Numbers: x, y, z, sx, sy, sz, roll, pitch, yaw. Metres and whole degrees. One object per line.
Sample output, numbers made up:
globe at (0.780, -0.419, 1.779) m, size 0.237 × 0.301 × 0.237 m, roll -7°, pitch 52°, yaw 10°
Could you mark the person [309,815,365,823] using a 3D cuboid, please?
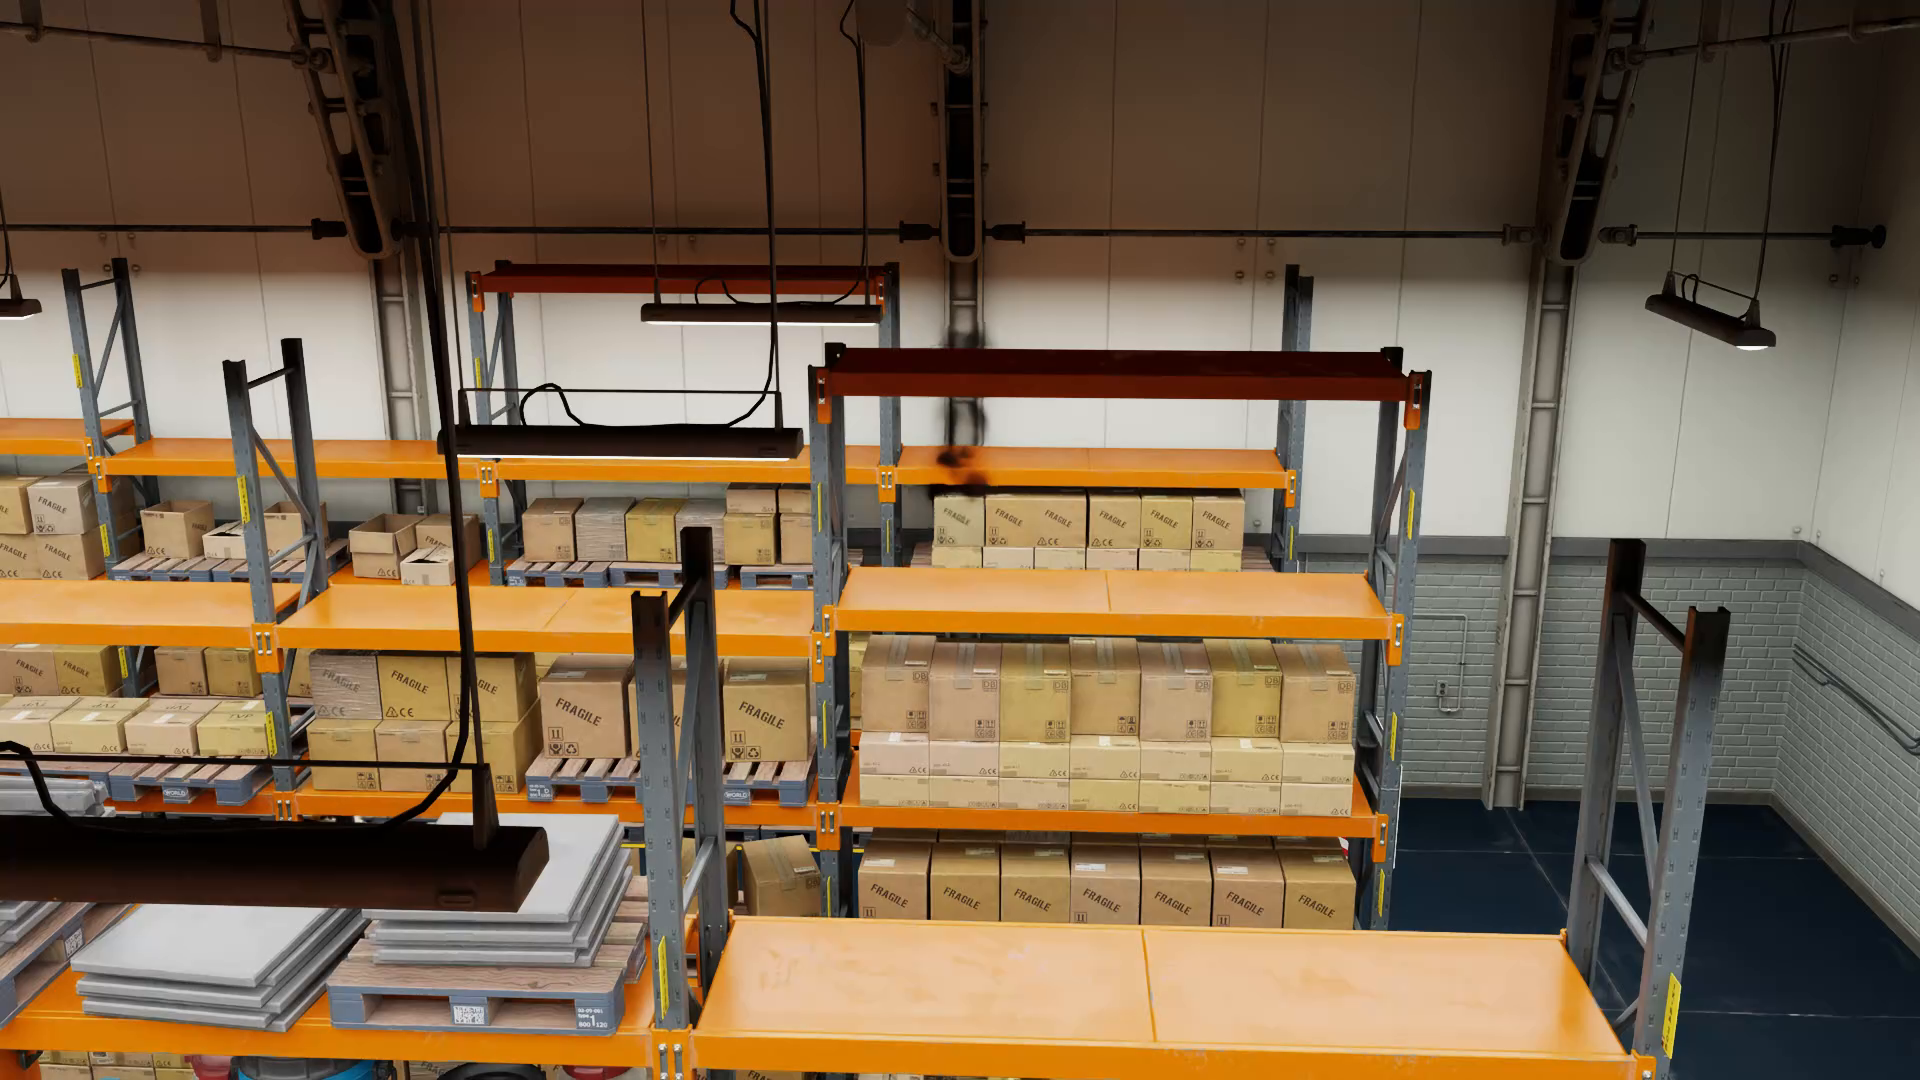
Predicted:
person at (-5.582, 3.070, 15.222) m, size 0.690 × 1.619 × 0.607 m, roll 0°, pitch 16°, yaw -1°
